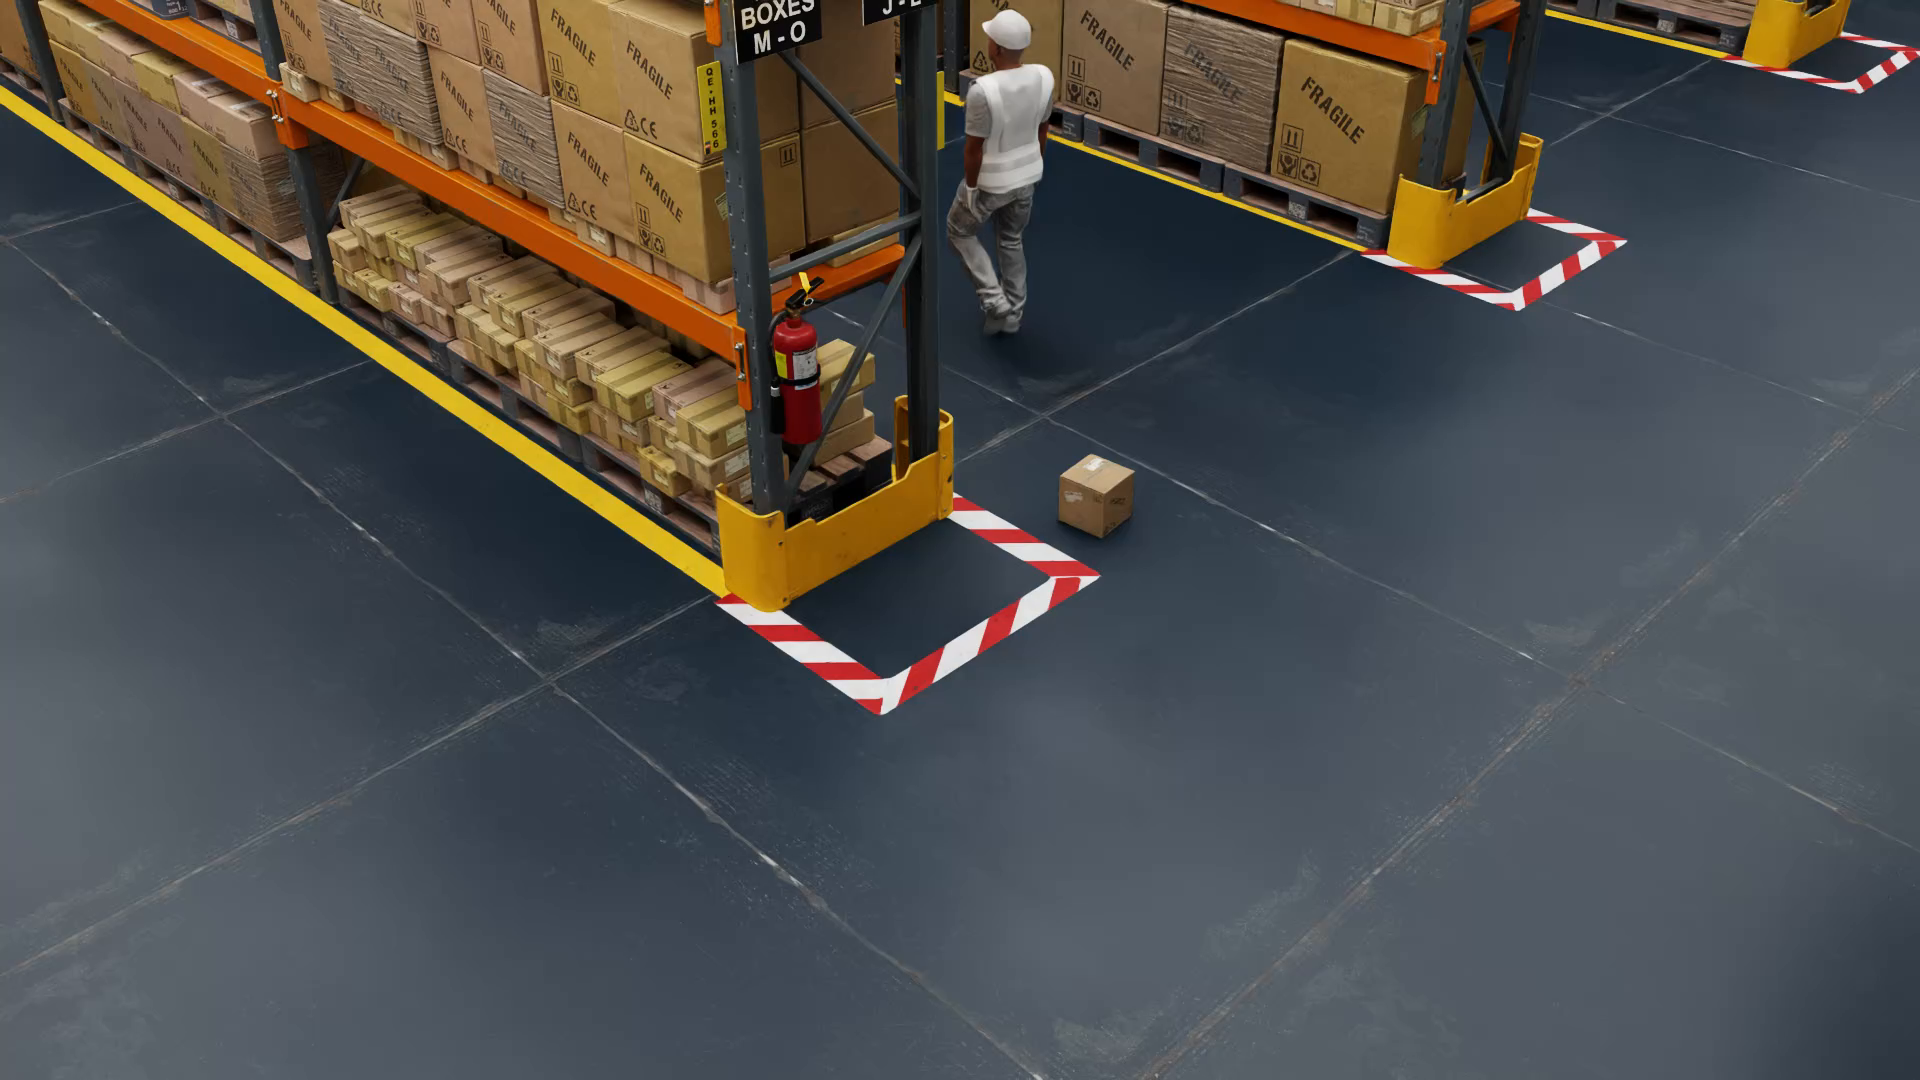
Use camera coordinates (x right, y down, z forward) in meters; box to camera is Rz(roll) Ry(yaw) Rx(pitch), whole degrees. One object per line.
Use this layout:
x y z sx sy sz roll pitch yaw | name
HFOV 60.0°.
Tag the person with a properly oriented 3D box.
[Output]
0.216 -1.923 8.821 0.572 1.784 0.480 -22 41 -28 | person
